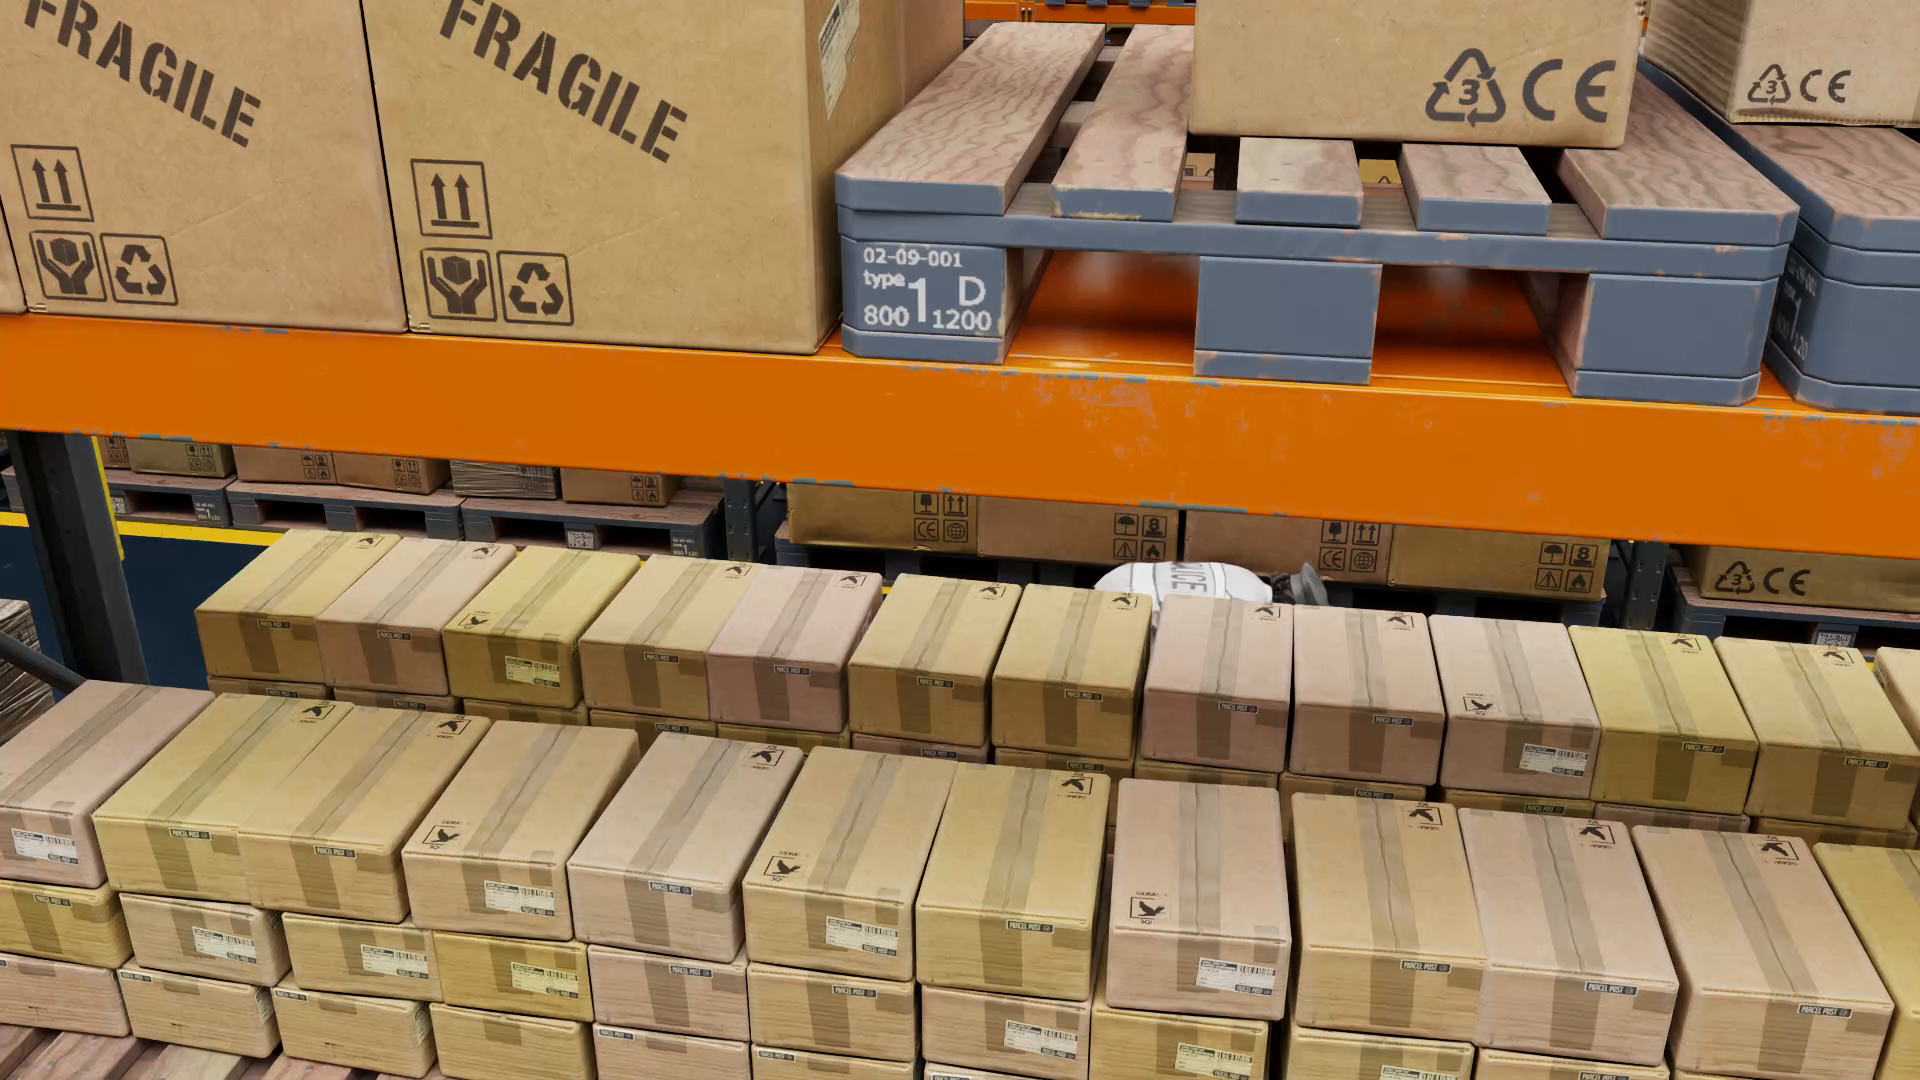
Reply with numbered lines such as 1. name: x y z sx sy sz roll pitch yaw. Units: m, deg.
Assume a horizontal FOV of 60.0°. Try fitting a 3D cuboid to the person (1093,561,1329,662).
1. person: 0.937 0.436 6.278 0.915 0.761 0.456 3 25 6
